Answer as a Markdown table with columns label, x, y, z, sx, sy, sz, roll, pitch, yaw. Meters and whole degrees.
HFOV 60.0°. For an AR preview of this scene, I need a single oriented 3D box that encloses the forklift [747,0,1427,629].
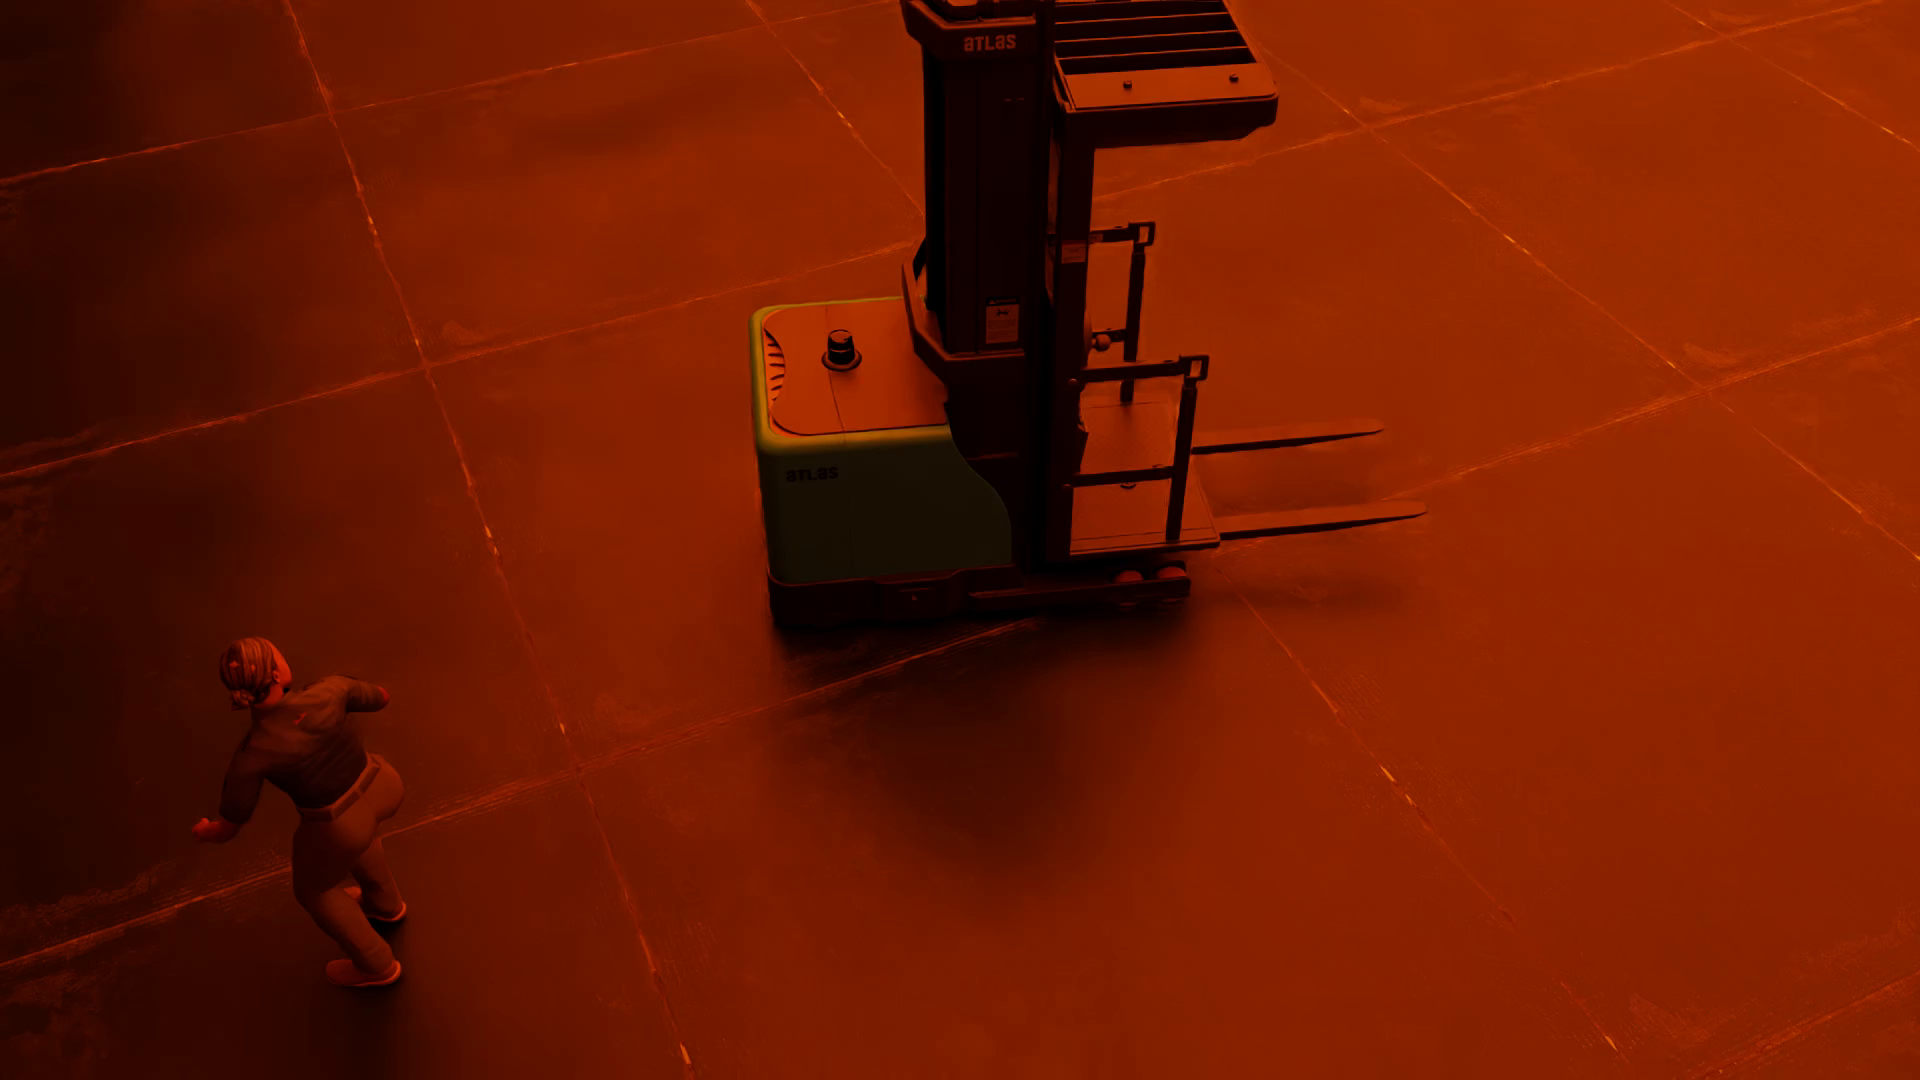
| label | x | y | z | sx | sy | sz | roll | pitch | yaw |
| --- | --- | --- | --- | --- | --- | --- | --- | --- | --- |
| forklift | 0.605 | -1.128 | 6.888 | 3.031 | 2.935 | 1.130 | -5 | 43 | -6 |

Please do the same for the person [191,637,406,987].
| label | x | y | z | sx | sy | sz | roll | pitch | yaw |
| --- | --- | --- | --- | --- | --- | --- | --- | --- | --- |
| person | -2.230 | 0.916 | 5.716 | 0.554 | 1.598 | 0.691 | 19 | 46 | 20 |
